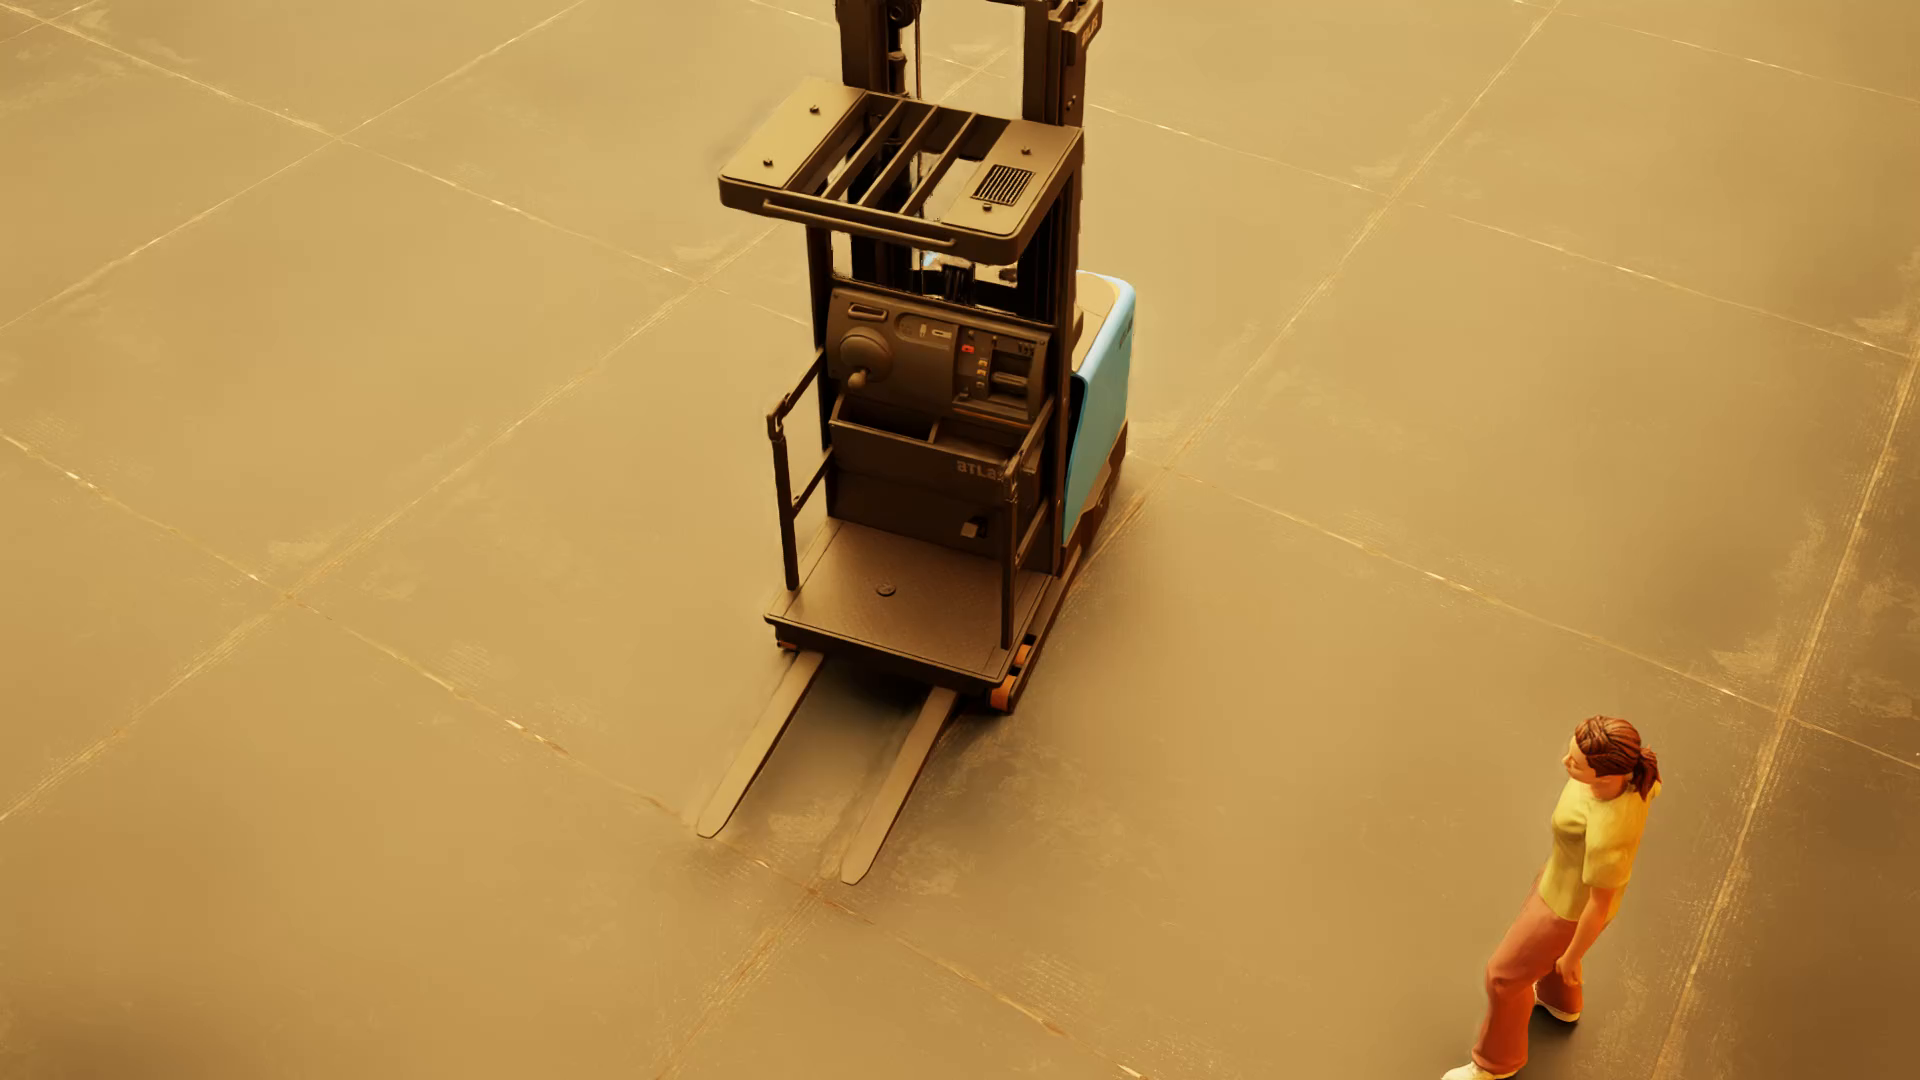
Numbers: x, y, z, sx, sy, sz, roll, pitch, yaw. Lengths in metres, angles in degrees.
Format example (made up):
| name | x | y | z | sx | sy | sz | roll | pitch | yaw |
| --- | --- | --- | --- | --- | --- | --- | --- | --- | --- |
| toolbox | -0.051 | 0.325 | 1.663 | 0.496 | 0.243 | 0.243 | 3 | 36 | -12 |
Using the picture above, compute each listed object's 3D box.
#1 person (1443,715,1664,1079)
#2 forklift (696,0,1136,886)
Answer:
| name | x | y | z | sx | sy | sz | roll | pitch | yaw |
| --- | --- | --- | --- | --- | --- | --- | --- | --- | --- |
| person | 2.051 | 1.182 | 5.548 | 0.381 | 1.644 | 0.796 | 20 | 47 | 20 |
| forklift | -0.172 | -0.652 | 6.536 | 1.130 | 2.935 | 3.031 | 15 | 45 | 15 |
